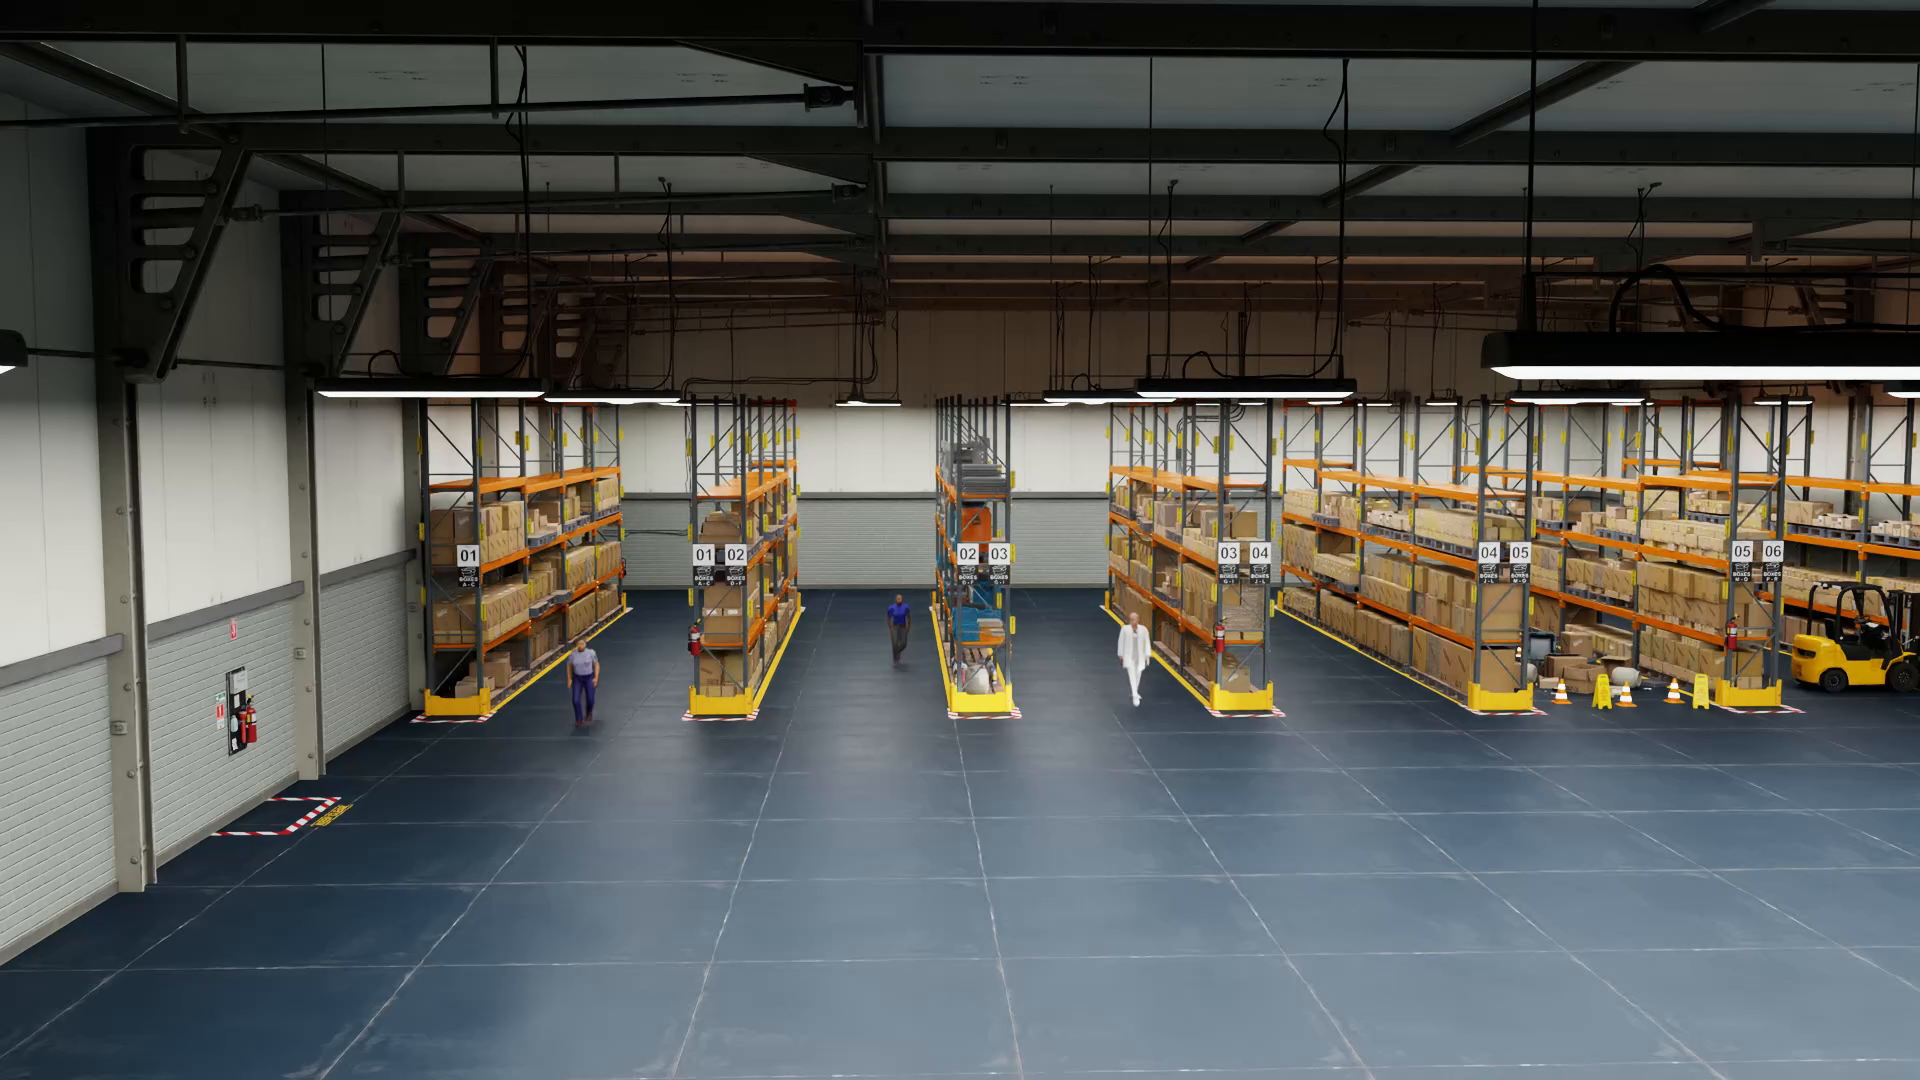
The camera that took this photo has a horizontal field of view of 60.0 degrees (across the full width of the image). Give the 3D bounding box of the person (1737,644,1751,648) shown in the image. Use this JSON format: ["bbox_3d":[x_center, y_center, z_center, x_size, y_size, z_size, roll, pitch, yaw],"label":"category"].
[{"bbox_3d":[17.111,2.030,36.366,0.645,1.670,0.787,-1,5,-12],"label":"person"}]

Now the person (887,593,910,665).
[{"bbox_3d":[-1.391,1.991,37.347,0.516,1.622,0.515,-1,5,-10],"label":"person"}]

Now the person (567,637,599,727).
[{"bbox_3d":[-6.840,2.554,30.187,0.571,1.619,0.558,0,5,-5],"label":"person"}]

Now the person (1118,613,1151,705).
[{"bbox_3d":[3.402,2.281,32.336,0.607,1.744,0.997,0,5,-6],"label":"person"}]
